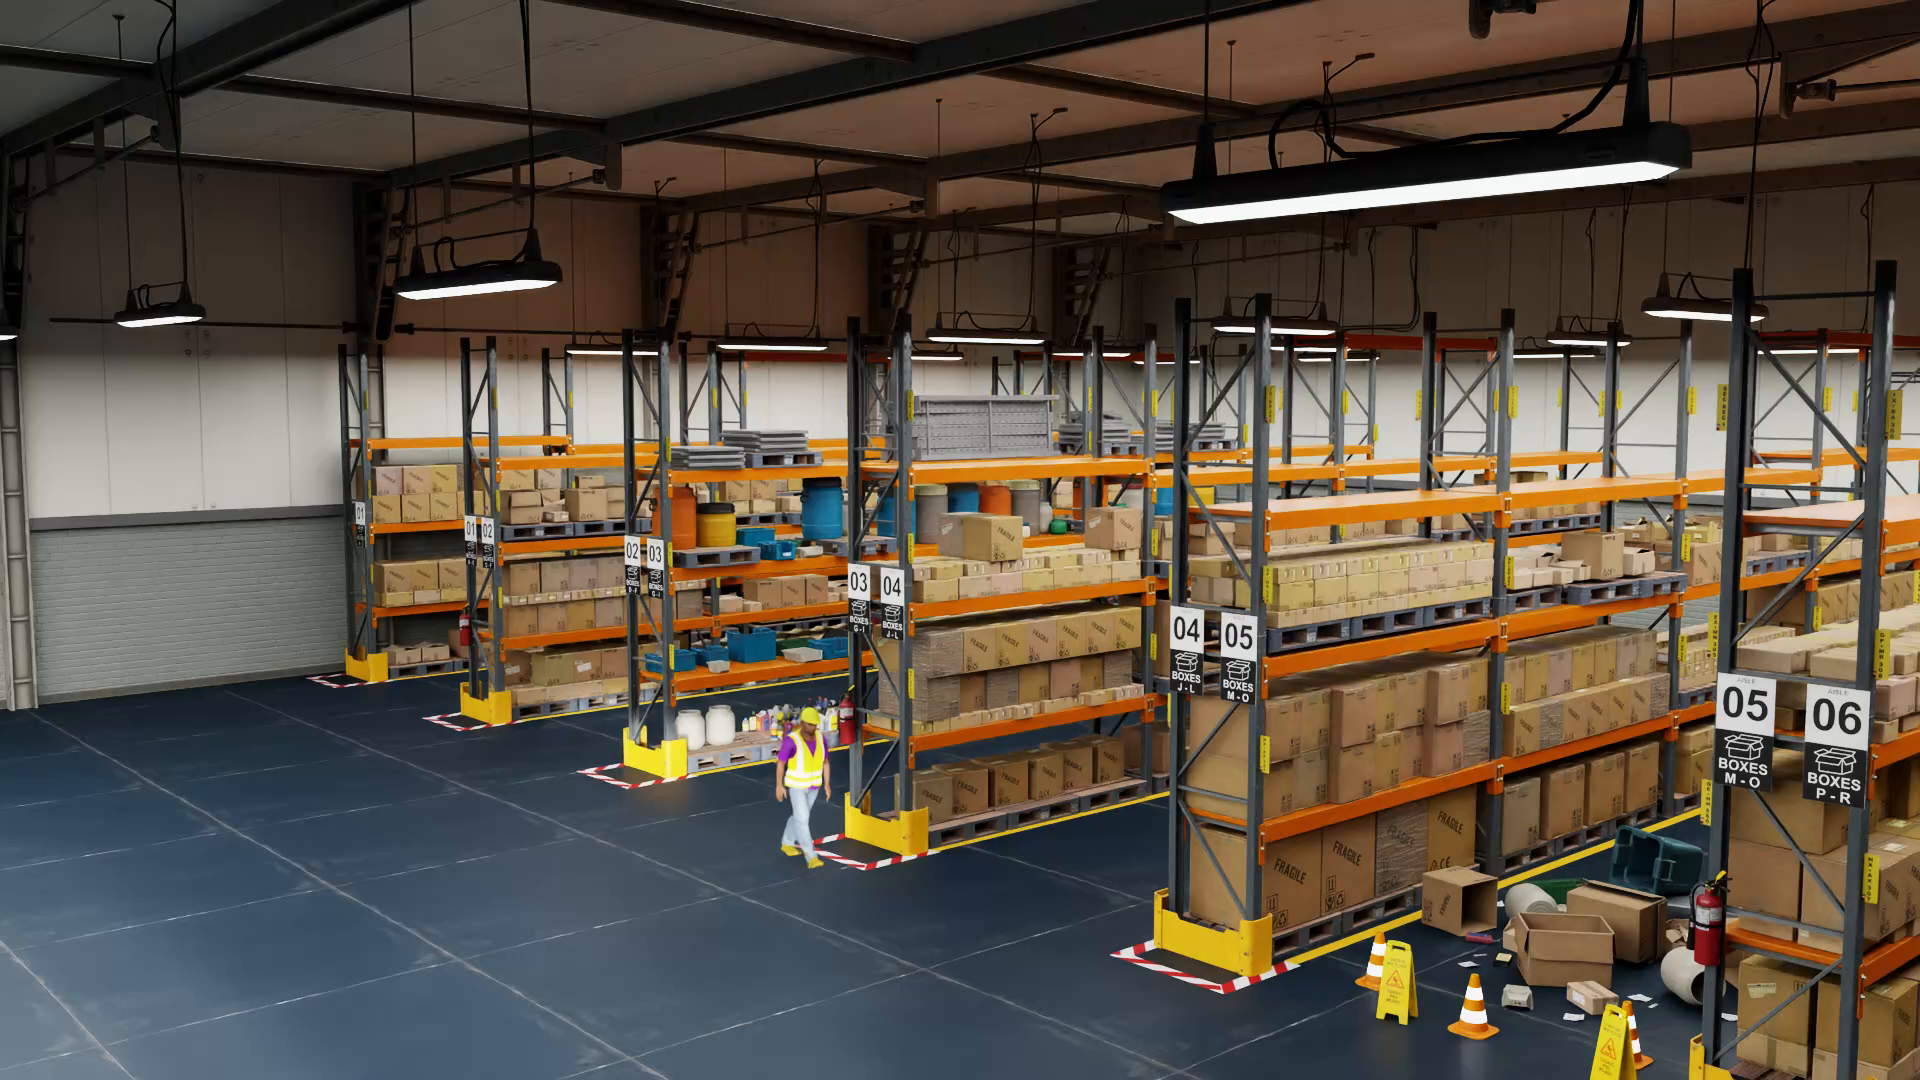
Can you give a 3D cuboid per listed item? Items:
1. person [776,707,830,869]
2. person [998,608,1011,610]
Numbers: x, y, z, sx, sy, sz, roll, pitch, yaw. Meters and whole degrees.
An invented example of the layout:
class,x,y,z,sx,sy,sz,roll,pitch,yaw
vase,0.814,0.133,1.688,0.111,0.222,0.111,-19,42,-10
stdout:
class,x,y,z,sx,sy,sz,roll,pitch,yaw
person,-1.657,2.665,18.116,0.596,1.701,1.057,-5,7,-44
person,0.658,1.831,25.268,0.578,1.709,0.590,-5,7,-42
